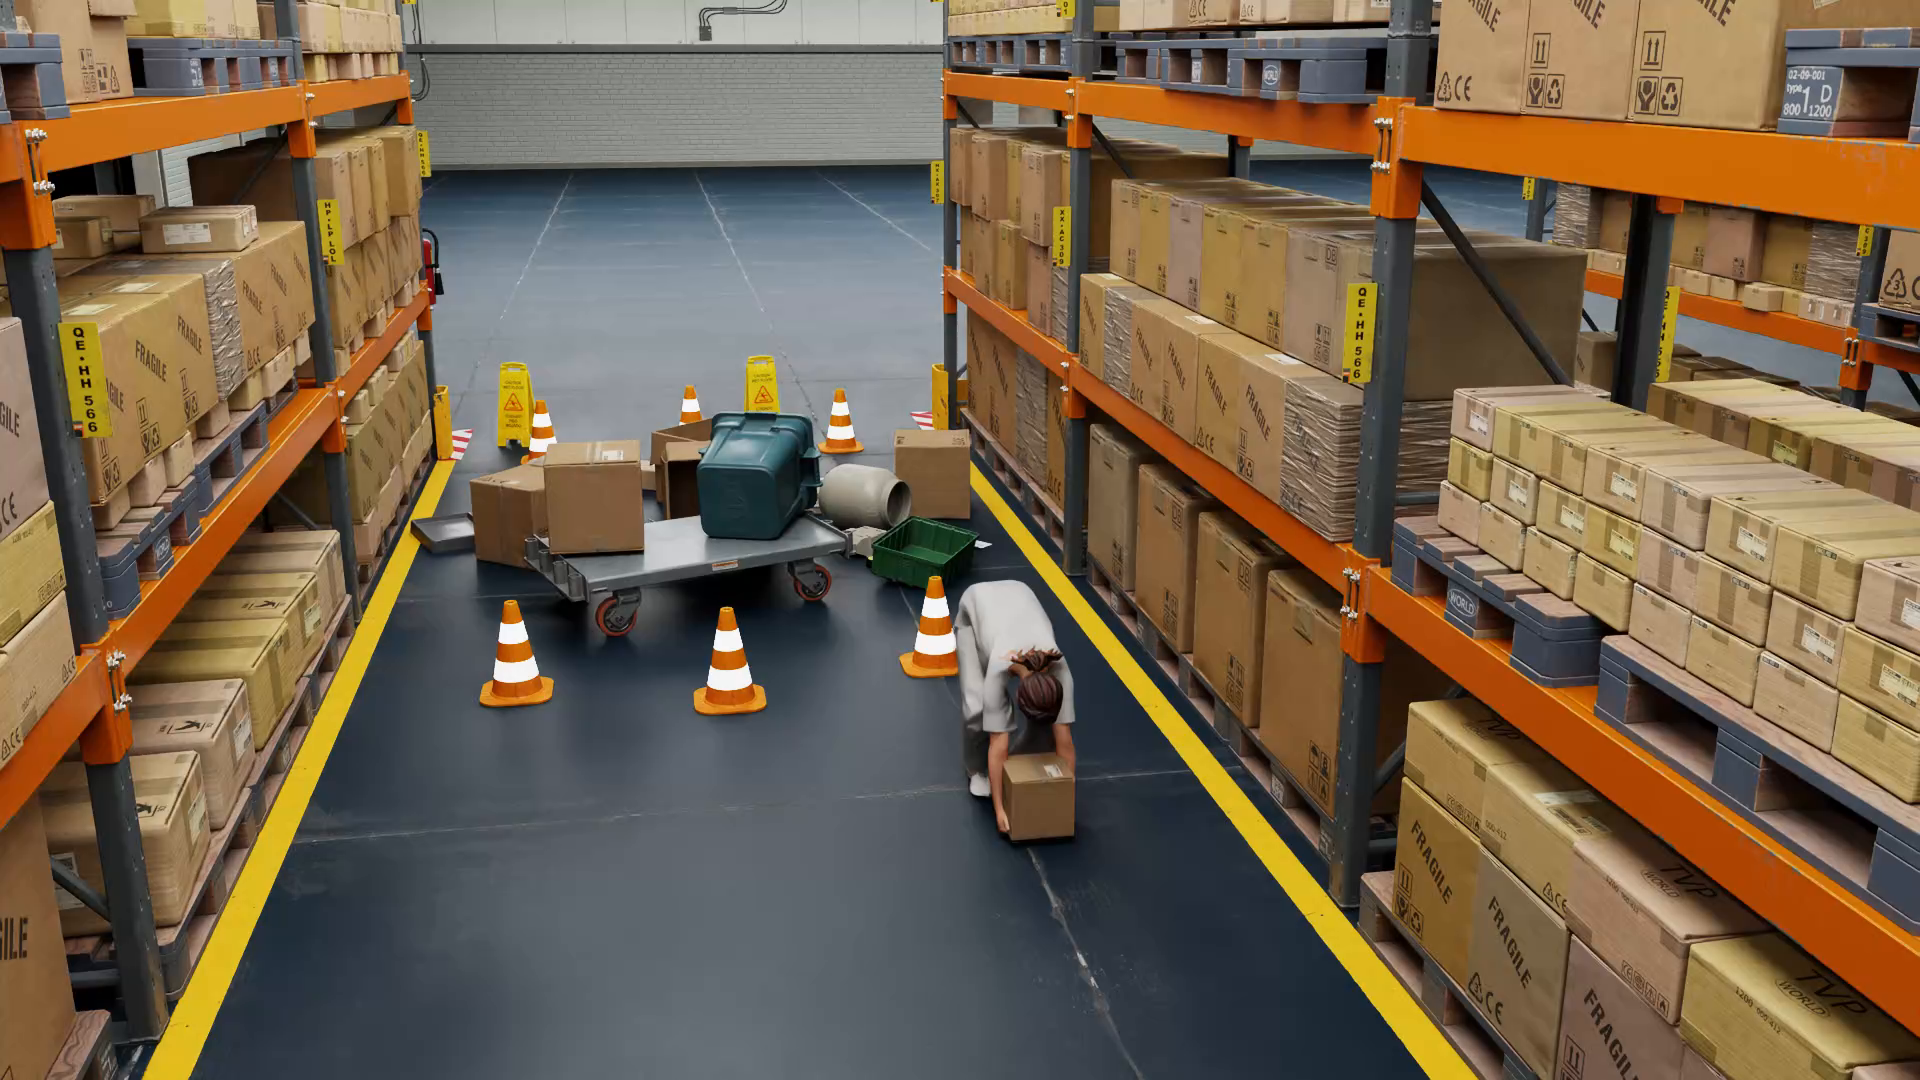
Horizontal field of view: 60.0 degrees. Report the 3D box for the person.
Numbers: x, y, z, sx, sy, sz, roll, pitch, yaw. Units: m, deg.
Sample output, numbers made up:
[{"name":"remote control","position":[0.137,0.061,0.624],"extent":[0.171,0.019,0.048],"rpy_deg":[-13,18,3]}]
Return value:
[{"name":"person","position":[0.230,0.656,6.741],"extent":[0.461,0.865,0.850],"rpy_deg":[-4,17,-14]}]
